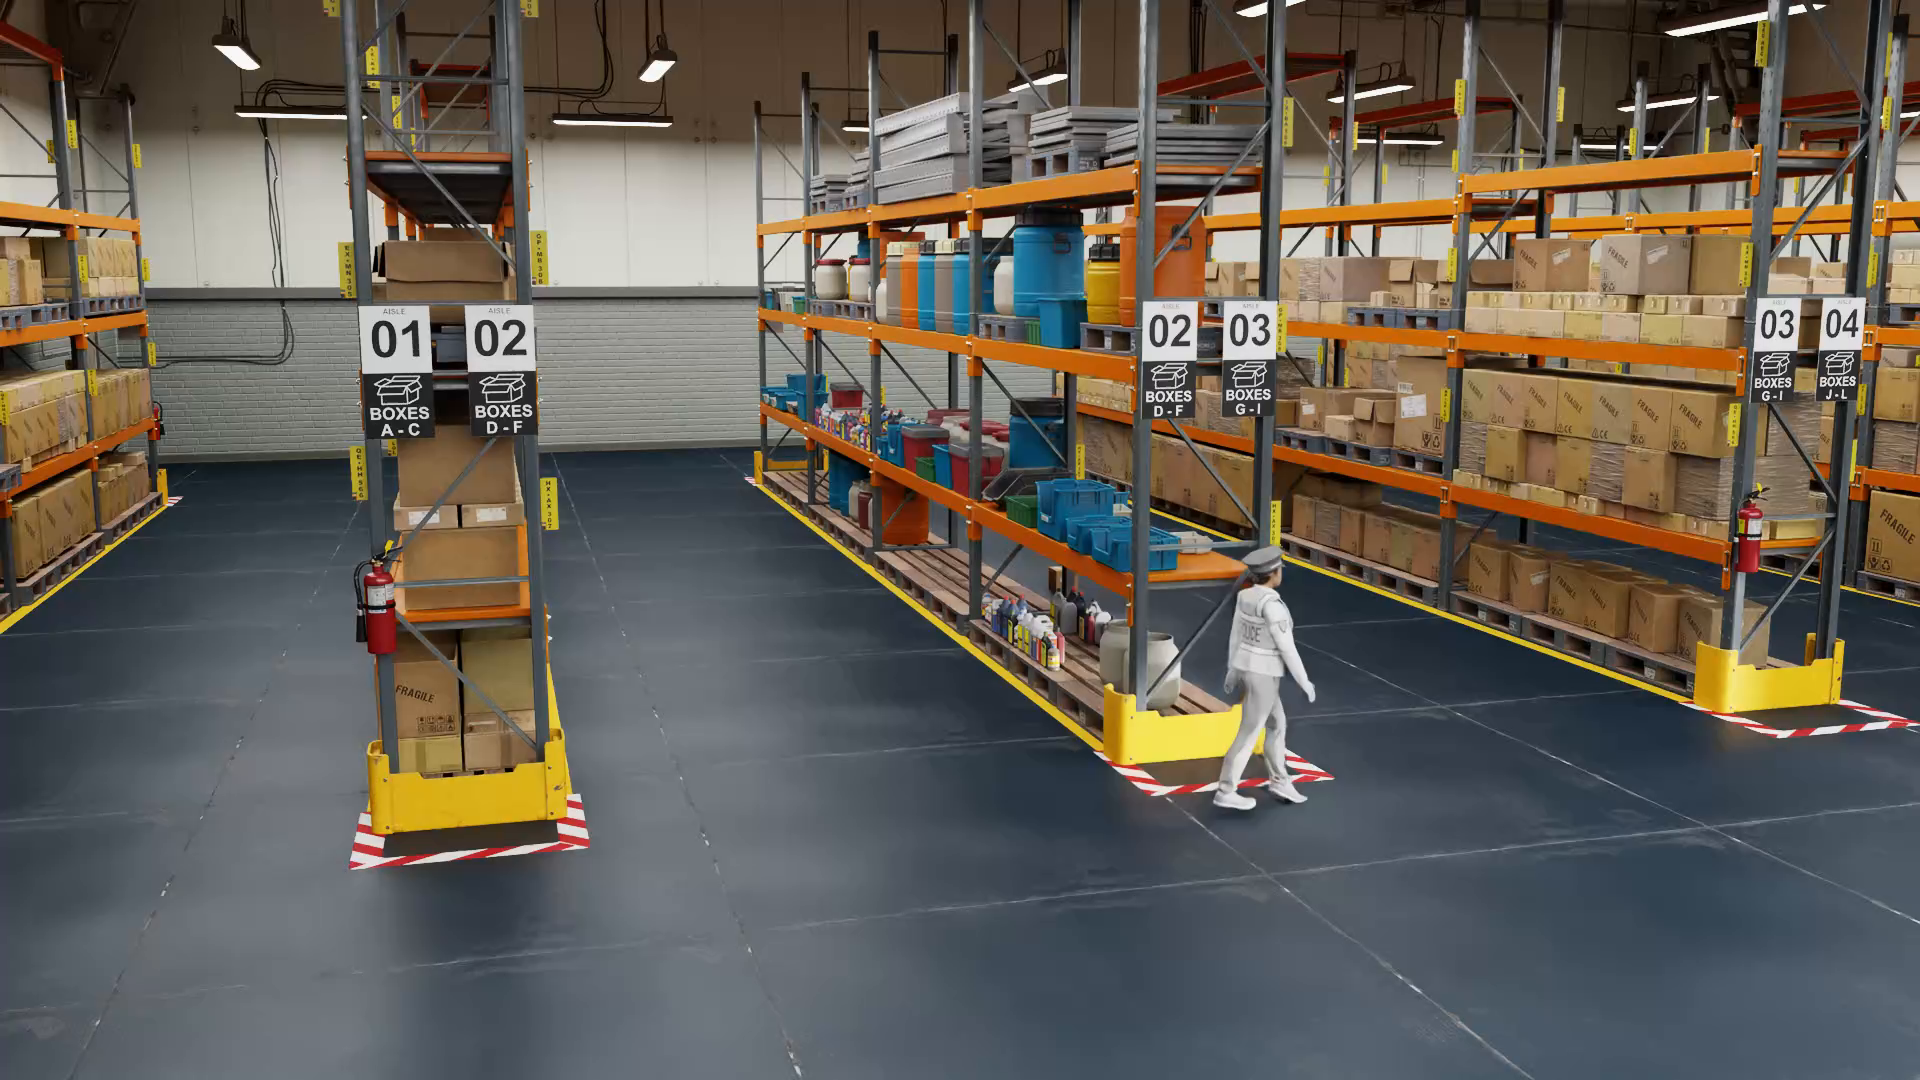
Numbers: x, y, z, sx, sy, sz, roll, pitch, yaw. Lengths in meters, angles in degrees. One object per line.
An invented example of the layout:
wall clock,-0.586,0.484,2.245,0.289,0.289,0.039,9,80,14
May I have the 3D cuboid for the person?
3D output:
person,1.928,0.892,10.554,0.731,1.726,0.561,-3,10,-17
